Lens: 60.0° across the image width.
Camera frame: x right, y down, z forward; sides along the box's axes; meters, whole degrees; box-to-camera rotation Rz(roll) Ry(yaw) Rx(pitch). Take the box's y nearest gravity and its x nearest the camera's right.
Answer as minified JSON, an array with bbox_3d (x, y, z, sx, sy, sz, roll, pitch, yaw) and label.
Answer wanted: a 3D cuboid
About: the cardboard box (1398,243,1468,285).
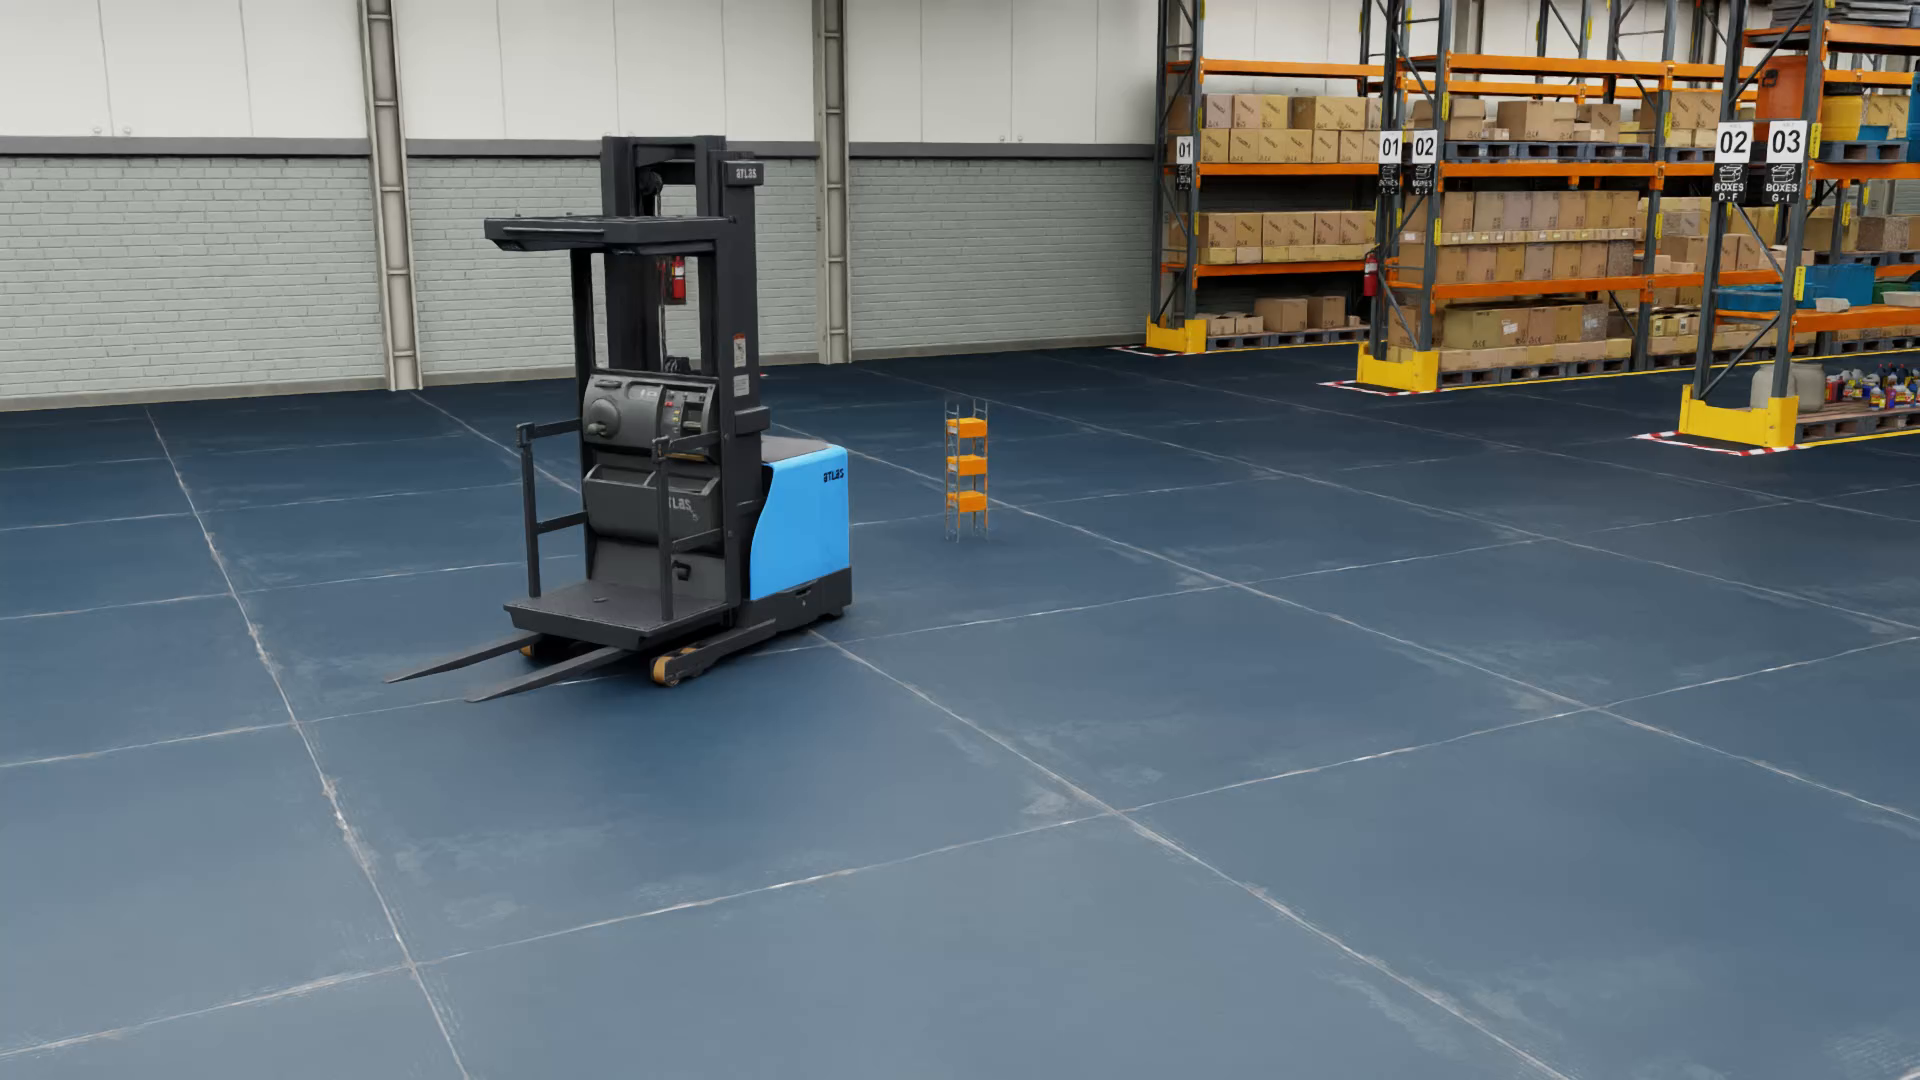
[{"bbox_3d":[6.059,-3.552,21.331,0.500,0.500,0.700,-7,14,-28],"label":"cardboard box"}]

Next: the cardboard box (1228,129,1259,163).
[{"bbox_3d":[4.169,-5.969,25.195,0.500,0.500,0.500,-6,14,-24],"label":"cardboard box"}]

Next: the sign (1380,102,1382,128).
[{"bbox_3d":[5.396,-5.419,21.188,0.005,0.325,0.100,-7,14,-28],"label":"sign"}]

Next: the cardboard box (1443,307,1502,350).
[{"bbox_3d":[6.659,-2.752,21.604,0.500,0.500,0.500,-7,14,-28],"label":"cardboard box"}]

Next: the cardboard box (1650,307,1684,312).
[{"bbox_3d":[10.265,-3.220,24.113,0.500,0.311,0.500,-7,14,-28],"label":"cardboard box"}]

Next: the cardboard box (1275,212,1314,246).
[{"bbox_3d":[5.172,-4.865,25.983,0.500,0.500,0.500,-6,14,-26],"label":"cardboard box"}]

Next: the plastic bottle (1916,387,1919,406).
[{"bbox_3d":[10.410,-1.560,18.080,0.097,0.201,0.097,0,13,0],"label":"plastic bottle"}]

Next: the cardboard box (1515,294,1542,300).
[{"bbox_3d":[9.682,-4.161,28.959,0.500,0.500,0.700,-7,14,-27],"label":"cardboard box"}]

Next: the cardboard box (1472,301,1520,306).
[{"bbox_3d":[7.282,-2.960,22.526,0.500,0.500,0.500,-7,14,-28],"label":"cardboard box"}]

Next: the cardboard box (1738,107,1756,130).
[{"bbox_3d":[14.560,-7.704,30.625,0.500,0.500,0.500,-7,14,-28],"label":"cardboard box"}]

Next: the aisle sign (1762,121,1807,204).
[{"bbox_3d":[8.091,-3.705,16.321,0.004,0.787,0.394,-7,14,-28],"label":"aisle sign"}]

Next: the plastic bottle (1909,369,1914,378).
[{"bbox_3d":[10.816,-1.803,18.972,0.133,0.283,0.061,-7,14,-28],"label":"plastic bottle"}]

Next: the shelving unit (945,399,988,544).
[{"bbox_3d":[0.047,-0.518,12.519,0.252,1.050,0.215,-7,14,-28],"label":"shelving unit"}]

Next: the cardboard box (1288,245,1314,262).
[{"bbox_3d":[5.191,-4.500,26.068,0.500,0.250,0.500,-7,14,-27],"label":"cardboard box"}]

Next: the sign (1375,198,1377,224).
[{"bbox_3d":[5.396,-4.243,21.453,0.005,0.325,0.100,-7,14,-28],"label":"sign"}]

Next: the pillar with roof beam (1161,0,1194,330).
[{"bbox_3d":[5.529,-6.748,22.098,0.400,9.000,9.100,-7,14,-28],"label":"pillar with roof beam"}]

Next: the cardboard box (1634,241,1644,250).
[{"bbox_3d":[12.030,-5.293,29.822,0.250,0.149,0.380,-7,14,-28],"label":"cardboard box"}]

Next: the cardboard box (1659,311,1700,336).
[{"bbox_3d":[10.079,-3.061,23.408,0.500,0.311,0.500,-7,14,-29],"label":"cardboard box"}]

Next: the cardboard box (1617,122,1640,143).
[{"bbox_3d":[11.619,-7.163,29.542,0.500,0.500,0.700,-6,14,-25],"label":"cardboard box"}]

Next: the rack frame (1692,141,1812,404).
[{"bbox_3d":[8.014,-2.501,16.891,0.127,3.000,1.000,-7,14,-28],"label":"rack frame"}]

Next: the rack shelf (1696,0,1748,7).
[{"bbox_3d":[12.044,-9.660,29.105,4.000,0.370,1.077,-7,14,-28],"label":"rack shelf"}]

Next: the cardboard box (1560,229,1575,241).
[{"bbox_3d":[7.903,-4.039,22.020,0.250,0.149,0.380,-6,14,-26],"label":"cardboard box"}]

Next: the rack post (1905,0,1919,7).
[{"bbox_3d":[9.699,-5.601,17.173,0.954,0.300,0.937,-7,15,-29],"label":"rack post"}]

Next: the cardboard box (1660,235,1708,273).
[{"bbox_3d":[10.299,-4.059,23.585,0.500,0.500,0.500,-6,14,-24],"label":"cardboard box"}]

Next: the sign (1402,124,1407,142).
[{"bbox_3d":[7.044,-6.443,26.398,0.005,0.325,0.100,-7,14,-28],"label":"sign"}]

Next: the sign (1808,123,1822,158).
[{"bbox_3d":[8.273,-3.862,16.088,0.005,0.325,0.100,-7,14,-28],"label":"sign"}]

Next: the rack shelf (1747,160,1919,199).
[{"bbox_3d":[9.769,-3.824,17.576,4.000,0.370,1.077,-7,14,-28],"label":"rack shelf"}]

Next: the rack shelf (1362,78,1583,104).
[{"bbox_3d":[8.533,-7.422,27.644,4.000,0.370,1.077,-7,14,-28],"label":"rack shelf"}]

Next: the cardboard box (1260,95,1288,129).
[{"bbox_3d":[4.630,-6.513,25.335,0.500,0.500,0.500,-6,14,-26],"label":"cardboard box"}]

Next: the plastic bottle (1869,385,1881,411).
[{"bbox_3d":[9.754,-1.515,17.723,0.097,0.271,0.097,0,13,0],"label":"plastic bottle"}]

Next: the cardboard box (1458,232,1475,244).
[{"bbox_3d":[6.322,-3.850,21.177,0.250,0.149,0.380,-7,15,-29],"label":"cardboard box"}]

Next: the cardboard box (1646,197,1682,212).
[{"bbox_3d":[12.611,-6.038,29.950,0.500,0.250,0.500,-7,14,-27],"label":"cardboard box"}]

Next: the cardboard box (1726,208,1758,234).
[{"bbox_3d":[14.284,-5.873,31.191,0.700,0.700,0.980,-7,14,-27],"label":"cardboard box"}]

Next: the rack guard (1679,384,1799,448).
[{"bbox_3d":[8.058,-1.299,17.242,0.348,0.500,1.175,-7,14,-28],"label":"rack guard"}]

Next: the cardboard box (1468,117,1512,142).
[{"bbox_3d":[7.016,-5.380,21.778,0.500,0.311,0.500,-5,14,-21],"label":"cardboard box"}]

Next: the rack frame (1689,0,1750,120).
[{"bbox_3d":[13.800,-8.600,30.326,0.127,3.000,1.000,-7,14,-28],"label":"rack frame"}]

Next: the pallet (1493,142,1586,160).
[{"bbox_3d":[7.349,-5.075,21.698,1.213,0.211,1.003,-7,14,-28],"label":"pallet"}]

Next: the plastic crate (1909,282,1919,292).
[{"bbox_3d":[10.683,-2.681,18.028,0.616,0.251,0.499,-7,14,-28],"label":"plastic crate"}]

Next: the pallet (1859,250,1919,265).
[{"bbox_3d":[14.370,-4.410,25.808,1.213,0.211,1.003,-7,14,-28],"label":"pallet"}]

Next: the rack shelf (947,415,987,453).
[{"bbox_3d":[0.047,-0.784,12.459,0.240,0.259,0.215,-7,14,-28],"label":"rack shelf"}]

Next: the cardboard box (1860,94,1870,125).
[{"bbox_3d":[13.051,-6.342,24.623,0.500,0.500,0.500,-7,14,-28],"label":"cardboard box"}]

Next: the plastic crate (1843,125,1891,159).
[{"bbox_3d":[9.543,-4.215,17.713,0.575,0.384,0.392,-7,14,-28],"label":"plastic crate"}]

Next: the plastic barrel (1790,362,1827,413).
[{"bbox_3d":[8.995,-1.629,17.726,0.421,0.512,0.421,0,13,0],"label":"plastic barrel"}]

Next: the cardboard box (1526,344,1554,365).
[{"bbox_3d":[7.538,-2.491,22.150,0.500,0.250,0.500,-7,14,-28],"label":"cardboard box"}]

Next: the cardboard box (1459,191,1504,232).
[{"bbox_3d":[6.565,-4.246,21.464,0.500,0.500,0.700,-7,15,-29],"label":"cardboard box"}]

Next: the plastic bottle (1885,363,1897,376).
[{"bbox_3d":[10.617,-1.839,18.982,0.185,0.351,0.144,-6,14,-26],"label":"plastic bottle"}]

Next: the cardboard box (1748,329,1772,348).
[{"bbox_3d":[11.427,-2.952,24.199,0.500,0.250,0.500,-6,14,-27],"label":"cardboard box"}]

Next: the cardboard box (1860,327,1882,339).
[{"bbox_3d":[13.659,-3.342,25.318,0.500,0.500,0.500,-7,15,-30],"label":"cardboard box"}]

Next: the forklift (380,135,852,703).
[{"bbox_3d":[-1.874,-0.747,9.254,1.130,2.935,3.031,8,15,30],"label":"forklift"}]

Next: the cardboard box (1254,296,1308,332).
[{"bbox_3d":[5.085,-3.589,26.414,0.500,0.500,0.700,-8,15,-31],"label":"cardboard box"}]

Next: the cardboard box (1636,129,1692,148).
[{"bbox_3d":[9.700,-5.535,22.925,0.500,0.250,0.500,-5,14,-22],"label":"cardboard box"}]

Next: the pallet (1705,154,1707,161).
[{"bbox_3d":[13.019,-6.937,30.205,1.217,0.209,0.805,-8,15,-30],"label":"pallet"}]

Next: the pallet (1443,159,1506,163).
[{"bbox_3d":[8.279,-6.357,27.621,1.003,0.211,1.213,-7,14,-28],"label":"pallet"}]

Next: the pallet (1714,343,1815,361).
[{"bbox_3d":[11.924,-2.858,24.829,1.213,0.211,1.003,-7,14,-28],"label":"pallet"}]
